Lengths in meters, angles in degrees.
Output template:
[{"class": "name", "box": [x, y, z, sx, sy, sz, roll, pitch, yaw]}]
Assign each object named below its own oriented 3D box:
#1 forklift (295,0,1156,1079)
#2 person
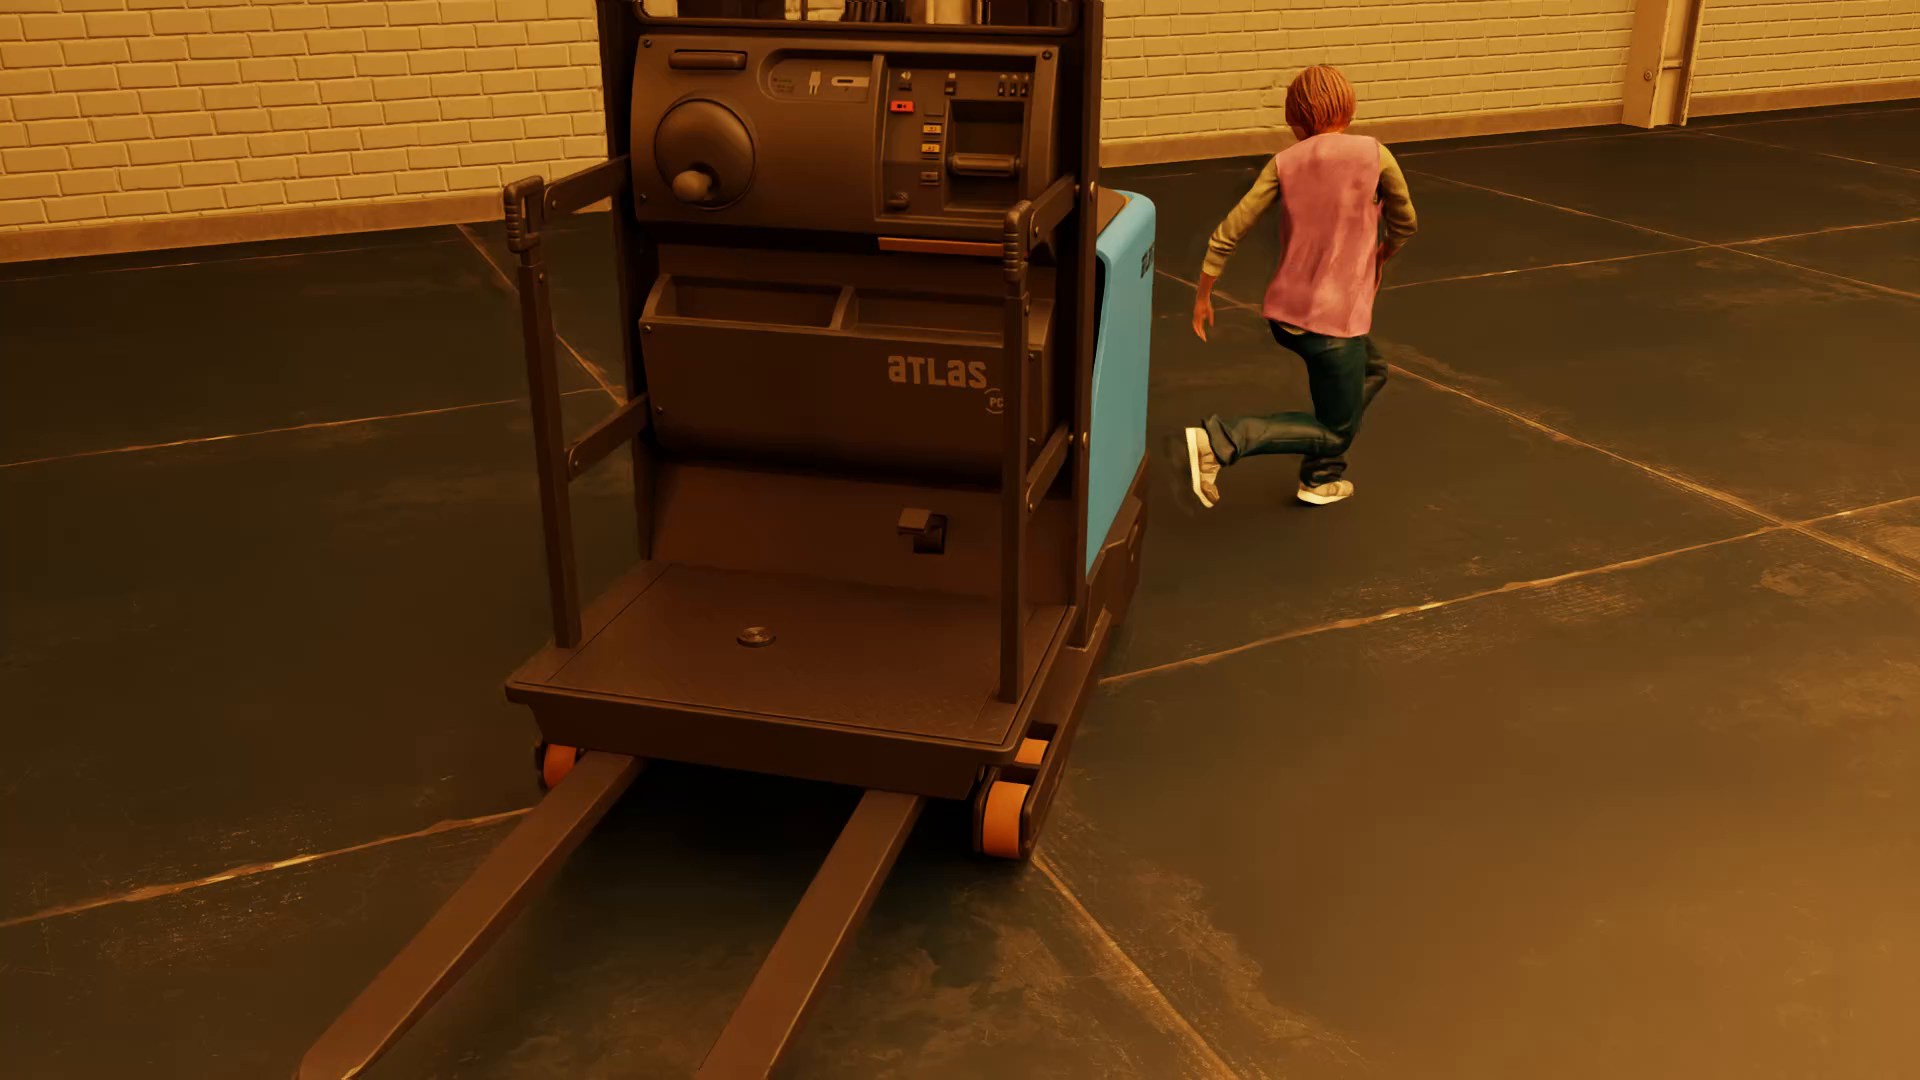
[{"class": "forklift", "box": [-0.307, -0.845, 3.321, 1.130, 2.935, 3.031, 6, 23, 14]}, {"class": "person", "box": [1.042, -0.743, 5.154, 0.811, 1.385, 0.539, -15, 27, -32]}]
